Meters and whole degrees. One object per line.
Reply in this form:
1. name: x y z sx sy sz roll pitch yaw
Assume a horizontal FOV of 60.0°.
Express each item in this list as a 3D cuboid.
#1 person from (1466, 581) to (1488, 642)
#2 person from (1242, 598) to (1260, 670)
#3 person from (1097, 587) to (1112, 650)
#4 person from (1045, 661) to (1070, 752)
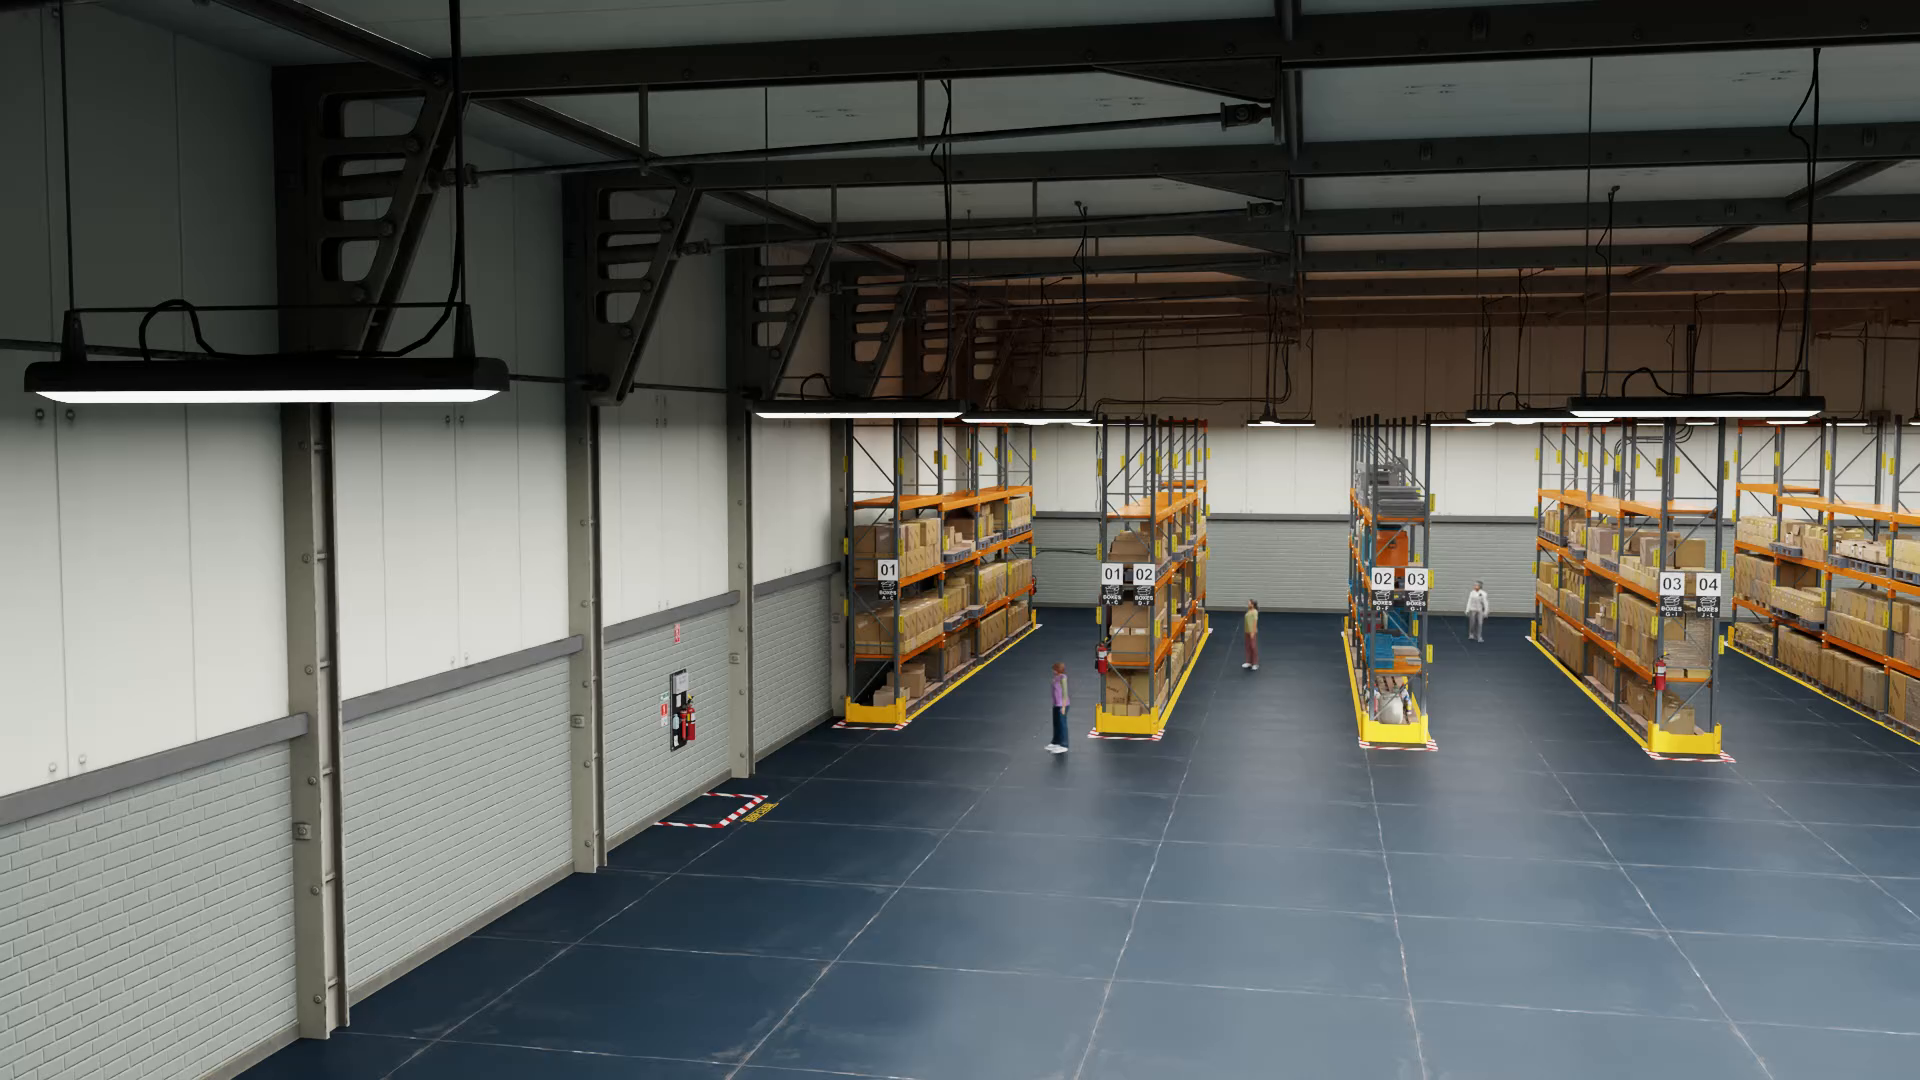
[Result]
1. person: 13.945 1.908 44.864 0.594 1.640 0.960 1 4 9
2. person: 7.008 2.246 39.879 0.345 1.705 0.483 -2 4 -28
3. person: 3.715 1.960 43.031 0.428 1.791 0.602 1 4 15
4. person: 1.734 2.968 29.515 0.391 1.561 0.456 -2 4 -22
